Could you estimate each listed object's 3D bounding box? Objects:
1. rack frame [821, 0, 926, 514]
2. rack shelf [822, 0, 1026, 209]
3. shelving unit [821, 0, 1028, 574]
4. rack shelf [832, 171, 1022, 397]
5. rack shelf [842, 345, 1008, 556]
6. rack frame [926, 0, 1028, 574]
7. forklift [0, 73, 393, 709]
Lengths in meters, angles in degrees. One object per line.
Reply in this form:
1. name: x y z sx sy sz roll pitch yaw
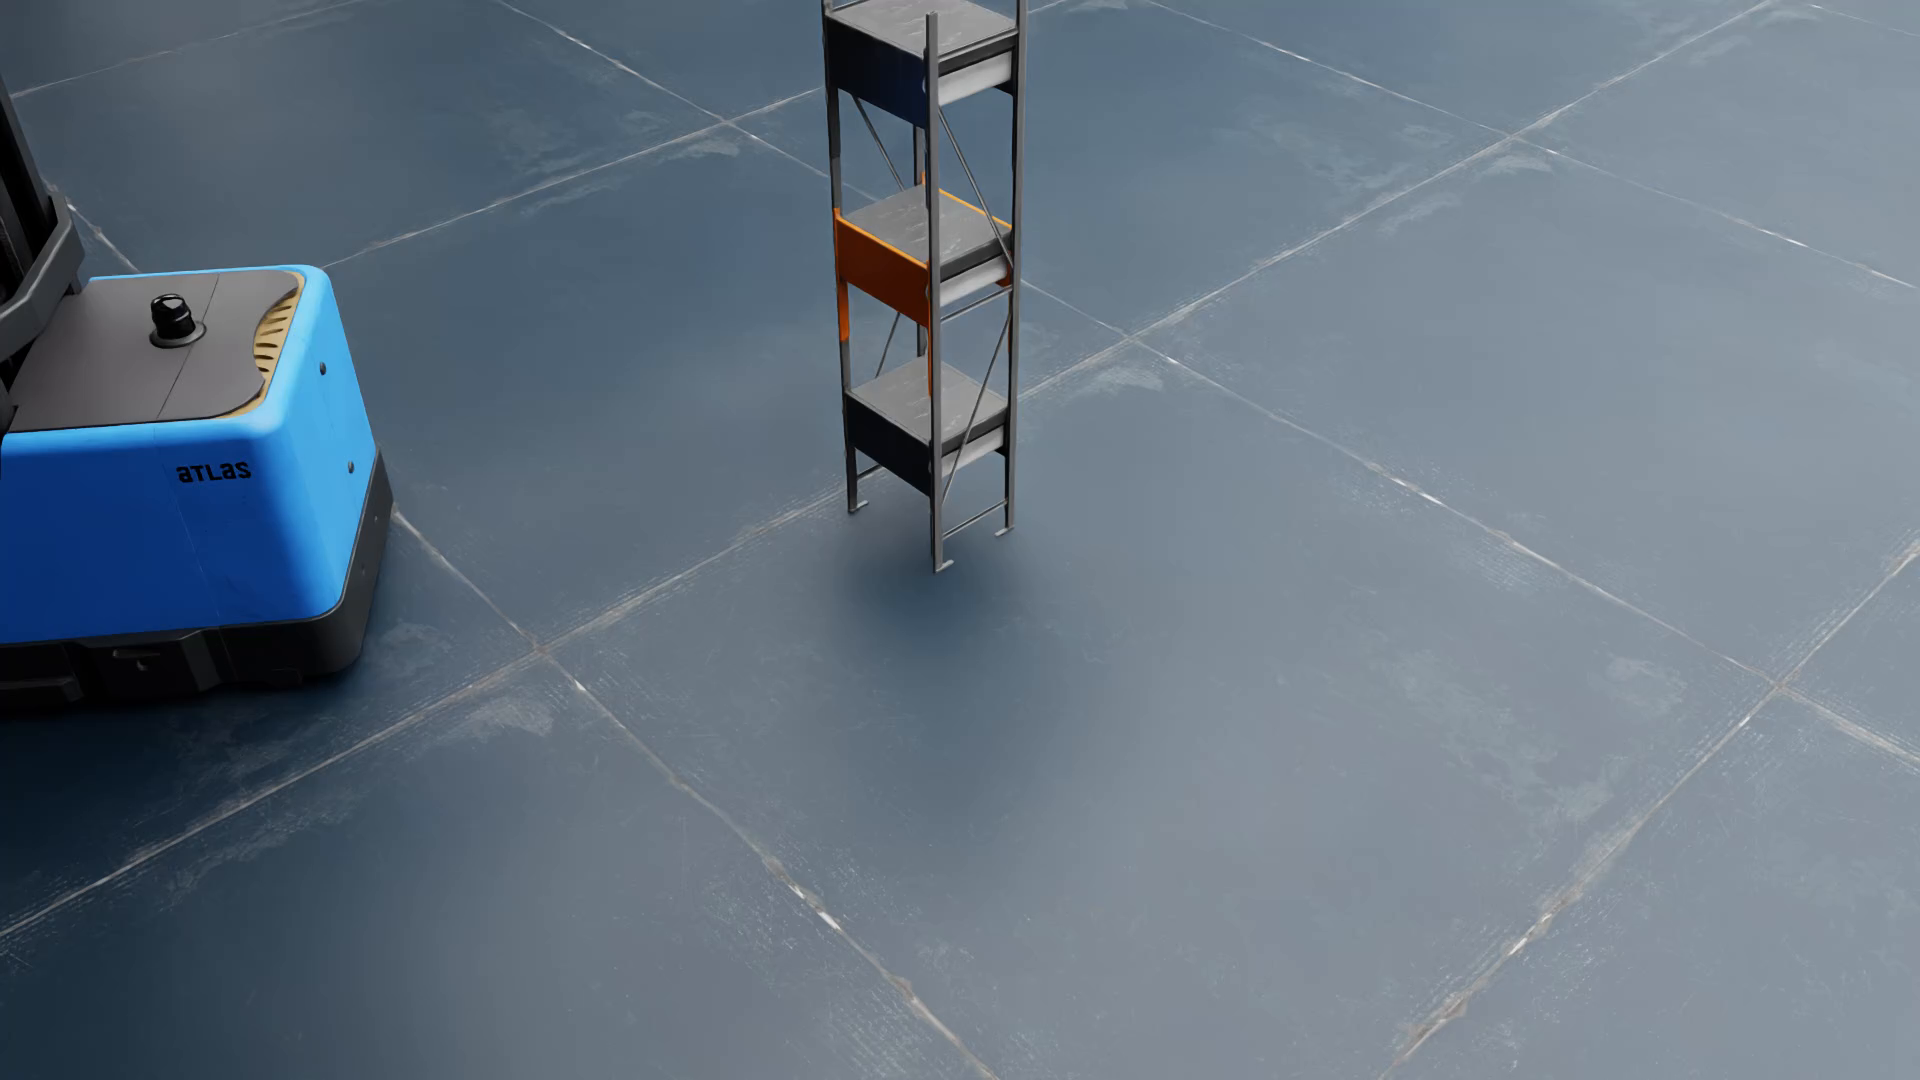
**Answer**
1. rack frame: -0.277 -1.006 5.825 0.400 2.100 0.015 -30 48 -32
2. rack shelf: -0.112 -1.427 5.254 0.431 0.518 0.480 -30 48 -32
3. shelving unit: -0.112 -0.893 5.685 0.431 2.100 0.503 -30 48 -32
4. rack shelf: -0.112 -0.883 5.694 0.431 0.518 0.480 -30 48 -32
5. rack shelf: -0.112 -0.338 6.134 0.431 0.518 0.480 -30 48 -32
6. rack frame: 0.053 -0.781 5.545 0.400 2.100 0.015 -30 48 -32
7. forklift: -3.600 -0.845 4.964 3.031 2.935 1.130 -5 39 -6
